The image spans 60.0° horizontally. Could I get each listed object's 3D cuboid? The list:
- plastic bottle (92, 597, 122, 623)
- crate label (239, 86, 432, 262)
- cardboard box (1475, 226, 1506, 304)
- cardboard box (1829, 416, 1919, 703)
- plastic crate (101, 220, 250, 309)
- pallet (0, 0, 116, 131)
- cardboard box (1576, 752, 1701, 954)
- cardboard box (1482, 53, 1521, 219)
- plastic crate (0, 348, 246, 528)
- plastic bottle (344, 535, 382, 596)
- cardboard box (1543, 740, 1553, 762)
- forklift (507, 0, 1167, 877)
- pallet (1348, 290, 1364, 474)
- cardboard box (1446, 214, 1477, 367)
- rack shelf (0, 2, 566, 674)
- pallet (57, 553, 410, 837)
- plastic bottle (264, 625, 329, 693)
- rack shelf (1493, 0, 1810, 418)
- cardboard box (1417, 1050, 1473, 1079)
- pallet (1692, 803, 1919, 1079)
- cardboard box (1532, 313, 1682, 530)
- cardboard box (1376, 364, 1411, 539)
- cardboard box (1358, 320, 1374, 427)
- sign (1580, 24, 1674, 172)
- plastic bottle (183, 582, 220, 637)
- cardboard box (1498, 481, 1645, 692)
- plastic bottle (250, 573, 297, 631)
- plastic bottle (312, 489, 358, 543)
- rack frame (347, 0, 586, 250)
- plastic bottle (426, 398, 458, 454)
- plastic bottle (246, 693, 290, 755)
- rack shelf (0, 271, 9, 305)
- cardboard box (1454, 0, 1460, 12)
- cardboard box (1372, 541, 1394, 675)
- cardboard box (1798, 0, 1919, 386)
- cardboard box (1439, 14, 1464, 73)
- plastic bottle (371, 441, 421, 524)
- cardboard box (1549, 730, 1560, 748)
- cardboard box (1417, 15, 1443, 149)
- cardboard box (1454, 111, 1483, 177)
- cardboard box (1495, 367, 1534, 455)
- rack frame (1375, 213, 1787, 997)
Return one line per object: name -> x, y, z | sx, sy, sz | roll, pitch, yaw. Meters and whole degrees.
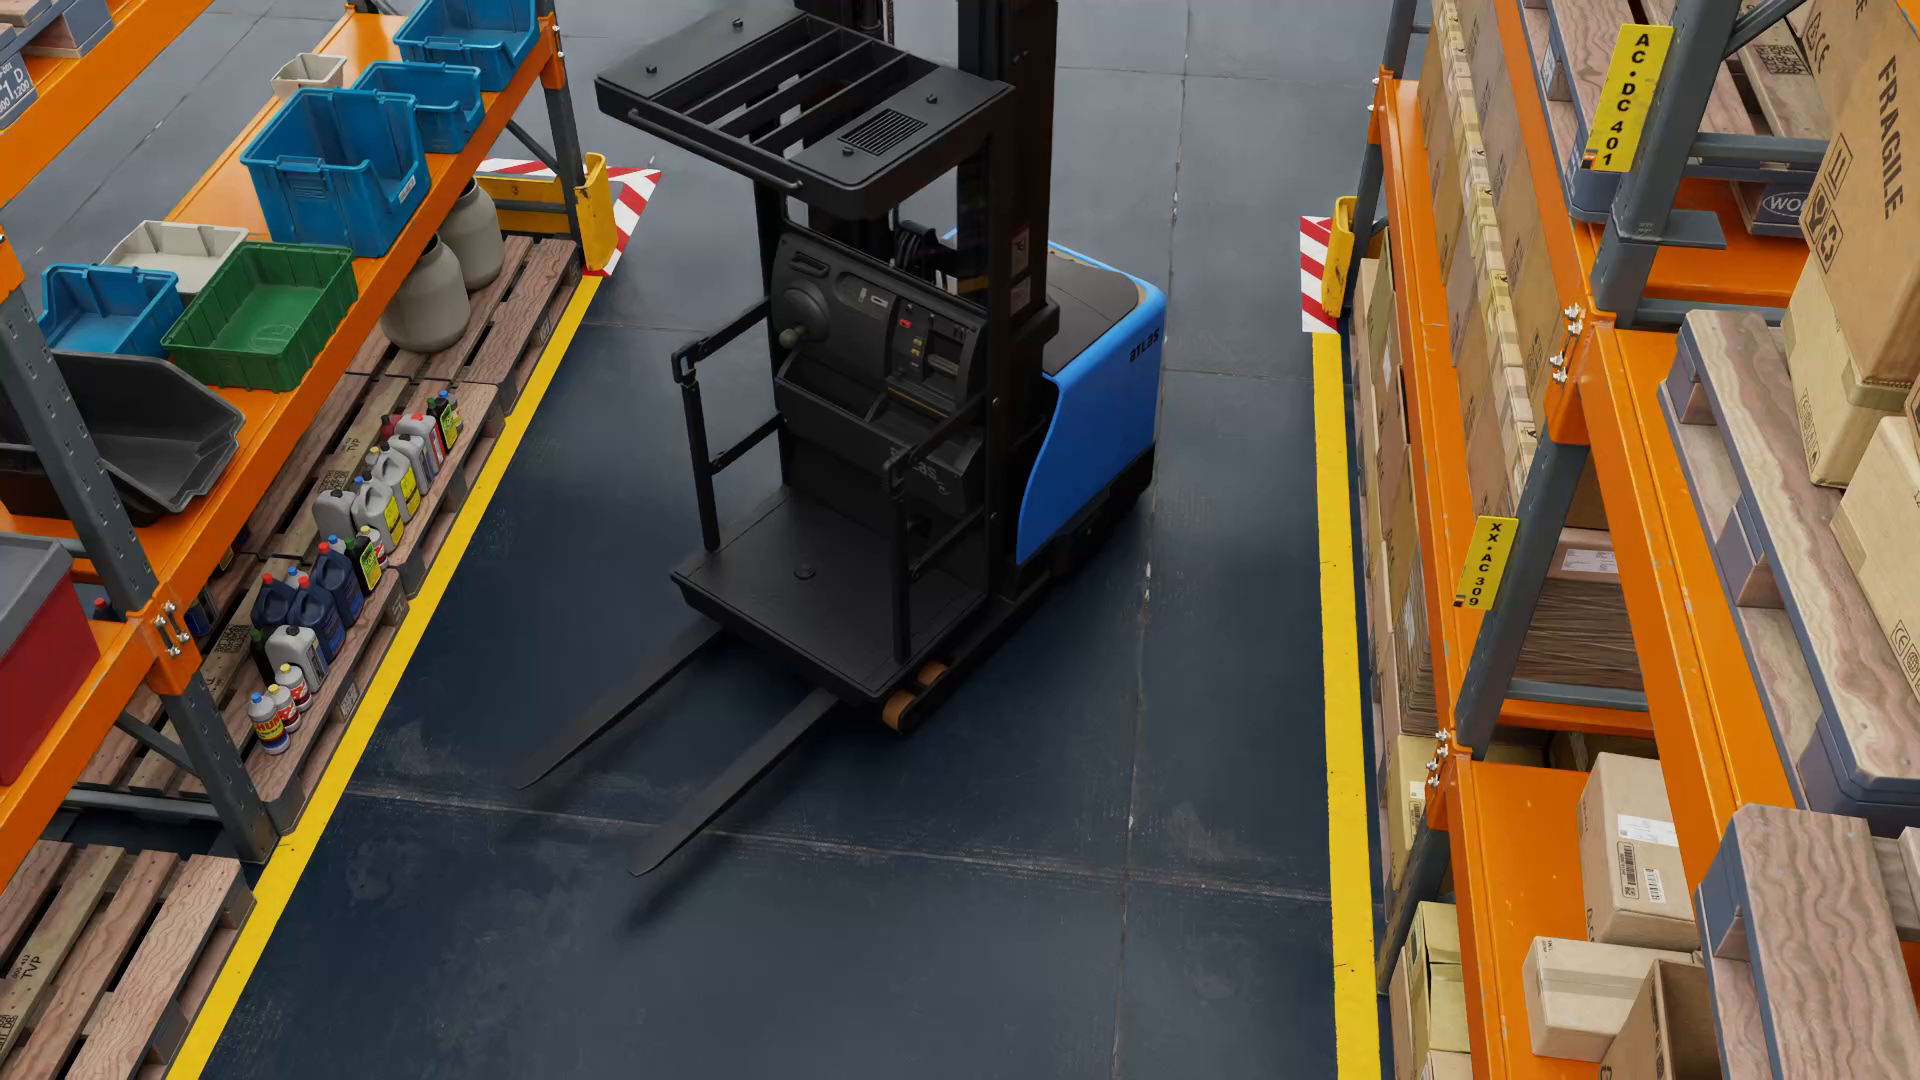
plastic bottle -> -3.197, 0.339, 6.317 | 0.144, 0.351, 0.185 | 4, 44, 4
crate label -> -2.443, -1.458, 6.582 | 0.502, 0.435, 0.616 | 5, 44, 6
cardboard box -> 1.906, -0.887, 5.461 | 0.380, 0.149, 0.250 | 6, 44, 7
cardboard box -> 1.752, 0.061, 2.626 | 0.500, 0.250, 0.500 | 1, 43, 1
plastic crate -> -3.033, -1.032, 6.350 | 0.530, 0.136, 0.437 | 5, 44, 6
pallet -> -2.998, -1.519, 4.628 | 1.213, 0.211, 1.003 | 5, 44, 6
cardboard box -> 1.891, 0.849, 4.281 | 0.500, 0.250, 0.500 | 8, 44, 8
cardboard box -> 2.164, -1.382, 5.511 | 0.700, 0.500, 0.500 | 5, 44, 6
plastic crate -> -2.801, -0.321, 5.452 | 0.767, 0.338, 0.504 | 5, 44, 6
plastic bottle -> -2.391, 0.079, 6.641 | 0.061, 0.283, 0.133 | 7, 44, 7
cardboard box -> 2.346, 0.672, 6.053 | 0.500, 0.250, 0.500 | 5, 44, 6
forklift -> -0.443, -0.707, 5.865 | 1.130, 2.935, 3.031 | 28, 50, 27
pallet -> 2.382, -0.734, 7.871 | 1.003, 0.211, 1.213 | 5, 44, 6
cardboard box -> 2.165, -0.935, 5.983 | 0.700, 0.500, 0.500 | 6, 44, 7
rack shelf -> -2.732, -1.100, 6.753 | 1.077, 0.370, 4.000 | 5, 44, 6
pallet -> -2.867, 0.561, 6.504 | 1.003, 0.211, 1.213 | 5, 44, 6
plastic bottle -> -2.504, 0.431, 6.274 | 0.152, 0.276, 0.135 | 7, 44, 7
rack shelf -> 2.177, -1.736, 5.244 | 1.077, 0.370, 4.000 | 5, 44, 6
cardboard box -> 1.540, 1.697, 4.563 | 0.500, 0.311, 0.500 | 5, 44, 5
pallet -> 1.530, 0.927, 2.045 | 1.003, 0.211, 1.213 | 7, 44, 7
cardboard box -> 1.965, -0.356, 4.428 | 0.700, 0.500, 0.500 | 5, 44, 6
cardboard box -> 1.949, -0.330, 6.566 | 0.500, 0.500, 0.500 | 5, 44, 6
cardboard box -> 2.088, -0.739, 7.543 | 0.500, 0.250, 0.500 | 5, 44, 6
sign -> 1.362, -0.900, 3.404 | 0.100, 0.325, 0.005 | 5, 44, 6
plastic bottle -> -3.022, 0.232, 6.485 | 0.152, 0.276, 0.135 | 5, 44, 6
cardboard box -> 1.965, 0.116, 4.874 | 0.700, 0.500, 0.500 | 4, 44, 4
plastic bottle -> -2.622, 0.279, 6.381 | 0.144, 0.351, 0.185 | 5, 44, 6
plastic bottle -> -2.548, -0.096, 6.830 | 0.152, 0.276, 0.135 | 5, 44, 6
rack frame -> -2.468, -2.724, 7.945 | 1.000, 3.000, 0.127 | 5, 44, 6
plastic bottle -> -2.273, -0.525, 7.278 | 0.061, 0.283, 0.133 | 6, 44, 7
plastic bottle -> -2.520, 0.656, 6.040 | 0.097, 0.271, 0.097 | 0, 43, 0
rack shelf -> -3.261, 0.537, 2.843 | 1.077, 0.370, 4.000 | 5, 44, 6
cardboard box -> 2.360, -2.426, 6.614 | 0.700, 0.500, 0.500 | 5, 44, 6
cardboard box -> 1.885, 0.283, 6.464 | 0.500, 0.250, 0.500 | 5, 44, 6
cardboard box -> 1.792, -0.588, 2.766 | 0.500, 0.500, 0.500 | 6, 44, 6
cardboard box -> 2.110, -1.945, 6.578 | 0.380, 0.149, 0.250 | 5, 44, 6
plastic bottle -> -2.373, -0.253, 6.943 | 0.144, 0.351, 0.185 | 7, 44, 7
cardboard box -> 2.343, 0.399, 5.795 | 0.500, 0.500, 0.500 | 5, 44, 6
cardboard box -> 2.367, -1.991, 7.098 | 0.700, 0.500, 0.500 | 5, 44, 6
cardboard box -> 2.008, -1.417, 6.021 | 0.380, 0.149, 0.250 | 5, 44, 5
cardboard box -> 1.803, -0.369, 4.913 | 0.380, 0.149, 0.250 | 4, 44, 4
rack frame -> 1.913, 0.455, 4.588 | 1.000, 3.000, 0.127 | 5, 44, 6
